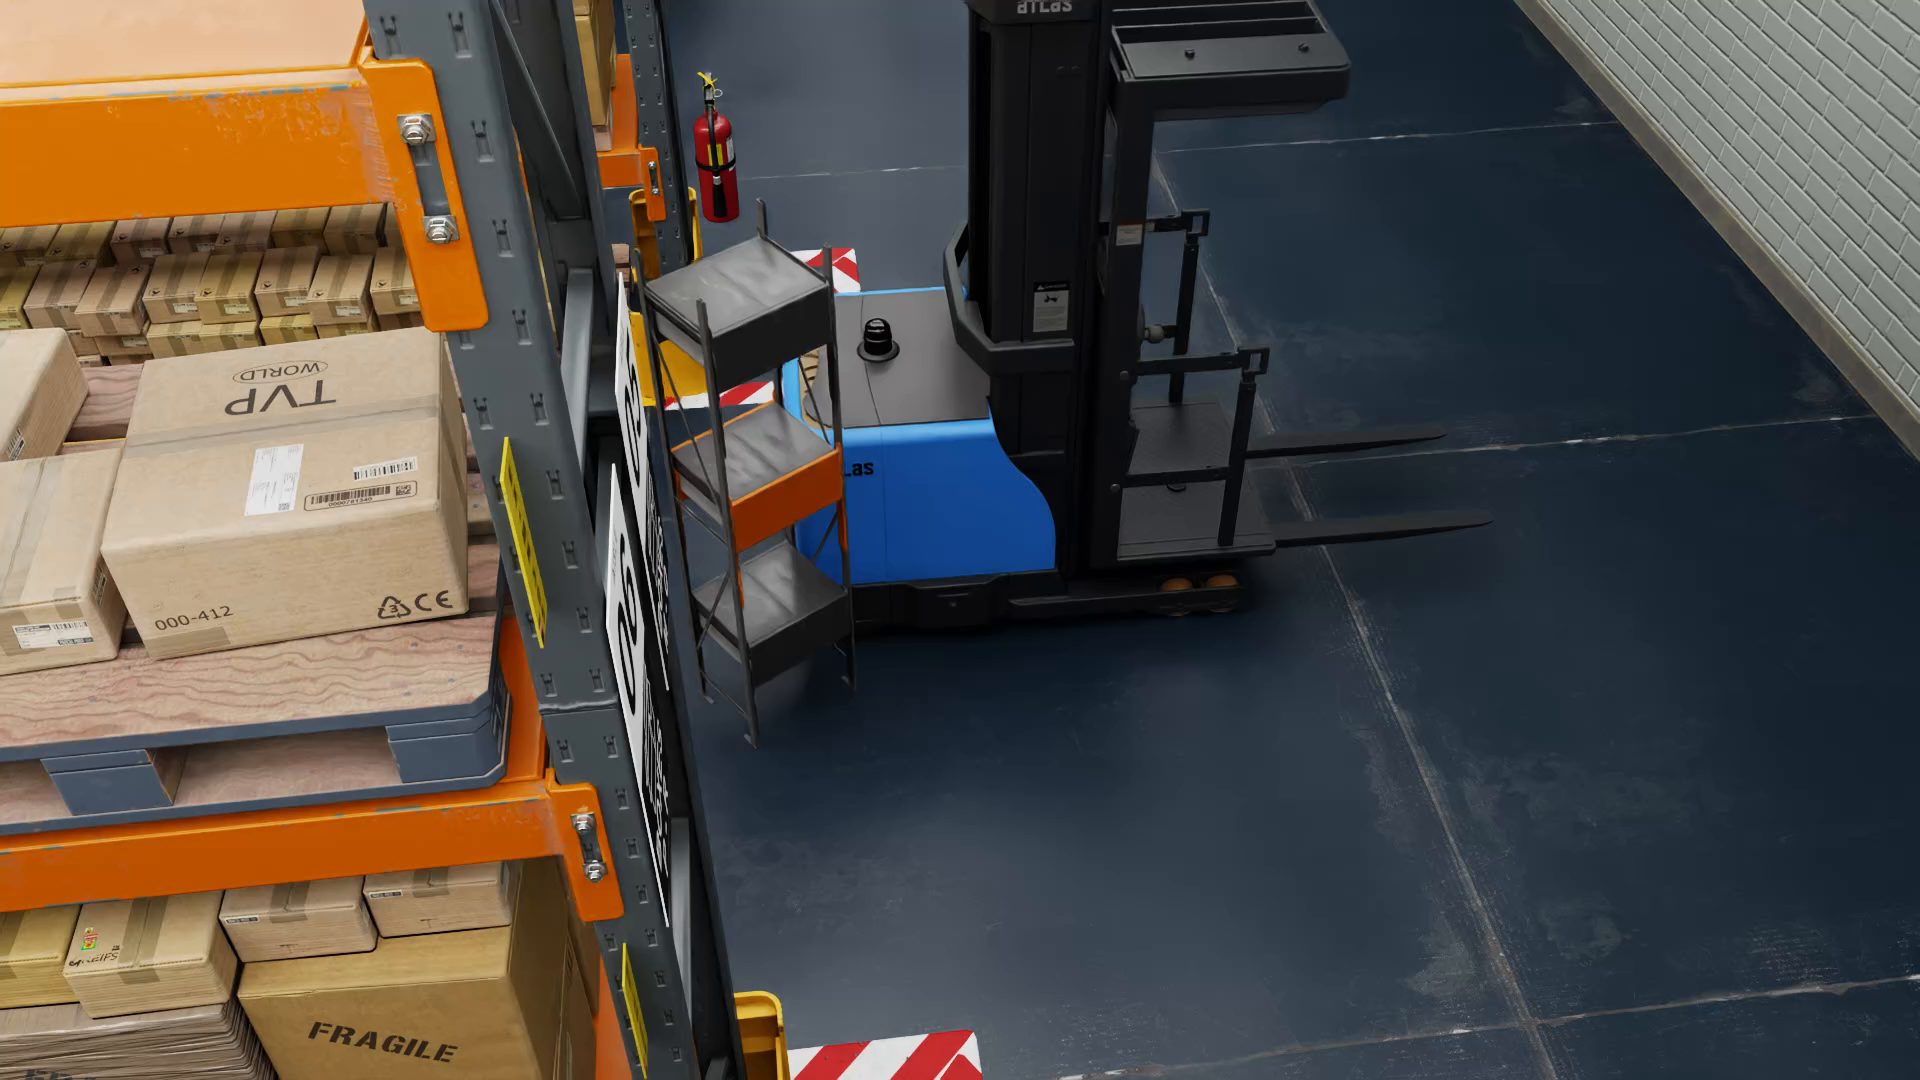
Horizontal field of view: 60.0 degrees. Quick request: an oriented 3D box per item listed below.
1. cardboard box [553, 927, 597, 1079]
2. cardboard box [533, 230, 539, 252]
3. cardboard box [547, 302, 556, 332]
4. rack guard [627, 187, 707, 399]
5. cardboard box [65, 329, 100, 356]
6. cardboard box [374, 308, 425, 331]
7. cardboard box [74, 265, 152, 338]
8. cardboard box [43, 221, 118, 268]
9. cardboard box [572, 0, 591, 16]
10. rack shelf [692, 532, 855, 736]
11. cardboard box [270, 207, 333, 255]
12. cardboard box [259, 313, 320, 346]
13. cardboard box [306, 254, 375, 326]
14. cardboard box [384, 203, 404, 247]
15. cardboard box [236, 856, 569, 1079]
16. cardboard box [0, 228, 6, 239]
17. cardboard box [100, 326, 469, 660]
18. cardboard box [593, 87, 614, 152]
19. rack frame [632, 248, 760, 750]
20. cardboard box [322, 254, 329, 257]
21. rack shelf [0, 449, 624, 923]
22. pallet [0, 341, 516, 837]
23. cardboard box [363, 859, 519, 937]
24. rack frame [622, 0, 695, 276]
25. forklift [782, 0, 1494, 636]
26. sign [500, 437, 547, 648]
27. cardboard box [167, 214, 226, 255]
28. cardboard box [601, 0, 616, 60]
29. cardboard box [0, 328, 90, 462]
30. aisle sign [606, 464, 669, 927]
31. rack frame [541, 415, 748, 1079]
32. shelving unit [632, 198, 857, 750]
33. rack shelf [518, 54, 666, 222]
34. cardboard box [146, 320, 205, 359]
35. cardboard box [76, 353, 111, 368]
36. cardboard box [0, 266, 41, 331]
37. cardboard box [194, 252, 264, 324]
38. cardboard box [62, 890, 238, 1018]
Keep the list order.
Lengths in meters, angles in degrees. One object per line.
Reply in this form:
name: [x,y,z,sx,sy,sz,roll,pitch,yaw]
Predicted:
cardboard box: [-1.122,1.239,3.777,0.500,0.500,0.500,-5,42,-5]
cardboard box: [-2.169,-1.340,8.082,0.250,0.149,0.380,-4,42,-5]
cardboard box: [-1.906,-1.192,8.140,0.250,0.149,0.380,-6,42,-7]
rack guard: [-1.495,-1.285,8.517,0.348,0.500,1.175,-5,42,-6]
cardboard box: [-4.241,-1.048,7.980,0.250,0.149,0.380,-7,43,-8]
cardboard box: [-2.701,-1.191,8.139,0.250,0.149,0.380,-5,42,-6]
cardboard box: [-3.974,-1.128,7.847,0.250,0.149,0.380,-4,42,-5]
cardboard box: [-4.306,-1.440,8.193,0.250,0.149,0.380,-4,42,-4]
cardboard box: [-1.842,-2.534,6.992,0.500,0.500,0.500,-6,42,-6]
rack shelf: [-0.740,0.367,6.555,0.480,0.518,0.431,-30,50,-29]
cardboard box: [-3.286,-1.591,8.360,0.250,0.149,0.380,-4,42,-5]
cardboard box: [-3.190,-1.083,8.019,0.250,0.149,0.380,-3,42,-3]
cardboard box: [-2.933,-1.193,7.919,0.250,0.149,0.380,-4,42,-4]
cardboard box: [-2.743,-1.601,8.372,0.250,0.149,0.380,-7,43,-8]
cardboard box: [-1.125,0.850,3.462,0.500,0.500,0.500,-4,42,-4]
cardboard box: [-4.819,-1.443,8.196,0.250,0.149,0.380,-5,42,-5]
cardboard box: [-1.113,-0.094,2.814,0.500,0.250,0.500,-9,43,-9]
cardboard box: [-1.707,-1.911,7.531,0.250,0.149,0.380,-5,42,-5]
rack frame: [-0.924,-0.057,5.960,0.015,2.100,0.400,-30,50,-29]
cardboard box: [-3.266,-1.399,8.370,0.250,0.149,0.380,-3,42,-3]
rack shelf: [-2.661,0.386,3.096,4.000,0.370,1.077,-5,42,-6]
pallet: [-1.412,0.049,2.998,1.213,0.211,1.003,-5,42,-6]
cardboard box: [-1.008,0.574,3.284,0.250,0.149,0.380,-4,42,-5]
rack frame: [-1.420,-2.220,7.687,0.127,3.000,1.000,-5,42,-6]
forklift: [0.781,-1.112,6.510,3.031,2.935,1.130,-4,42,-5]
sign: [-0.621,0.007,2.376,0.005,0.325,0.100,-5,42,-6]
cardboard box: [-3.783,-1.557,8.322,0.250,0.149,0.380,-6,42,-7]
cardboard box: [-1.901,-2.512,7.714,0.500,0.500,0.500,-3,42,-3]
cardboard box: [-1.787,-0.213,3.022,0.250,0.149,0.380,-4,42,-4]
aisle sign: [-0.566,0.293,2.960,0.004,0.787,0.394,-5,42,-6]
rack frame: [-0.678,1.059,4.052,0.127,3.000,1.000,-5,42,-6]
shelving unit: [-0.739,-0.163,6.078,0.503,2.100,0.431,-30,50,-29]
rack shelf: [-3.403,-1.779,7.735,4.000,0.370,1.077,-5,42,-6]
cardboard box: [-3.707,-1.036,7.967,0.250,0.149,0.380,-5,42,-6]
cardboard box: [-4.235,-0.923,8.063,0.250,0.149,0.380,-6,42,-6]
cardboard box: [-4.493,-1.122,7.841,0.250,0.149,0.380,-6,42,-6]
cardboard box: [-3.465,-1.202,7.929,0.250,0.149,0.380,-5,42,-5]
cardboard box: [-1.502,0.690,3.155,0.250,0.149,0.380,-5,42,-6]
